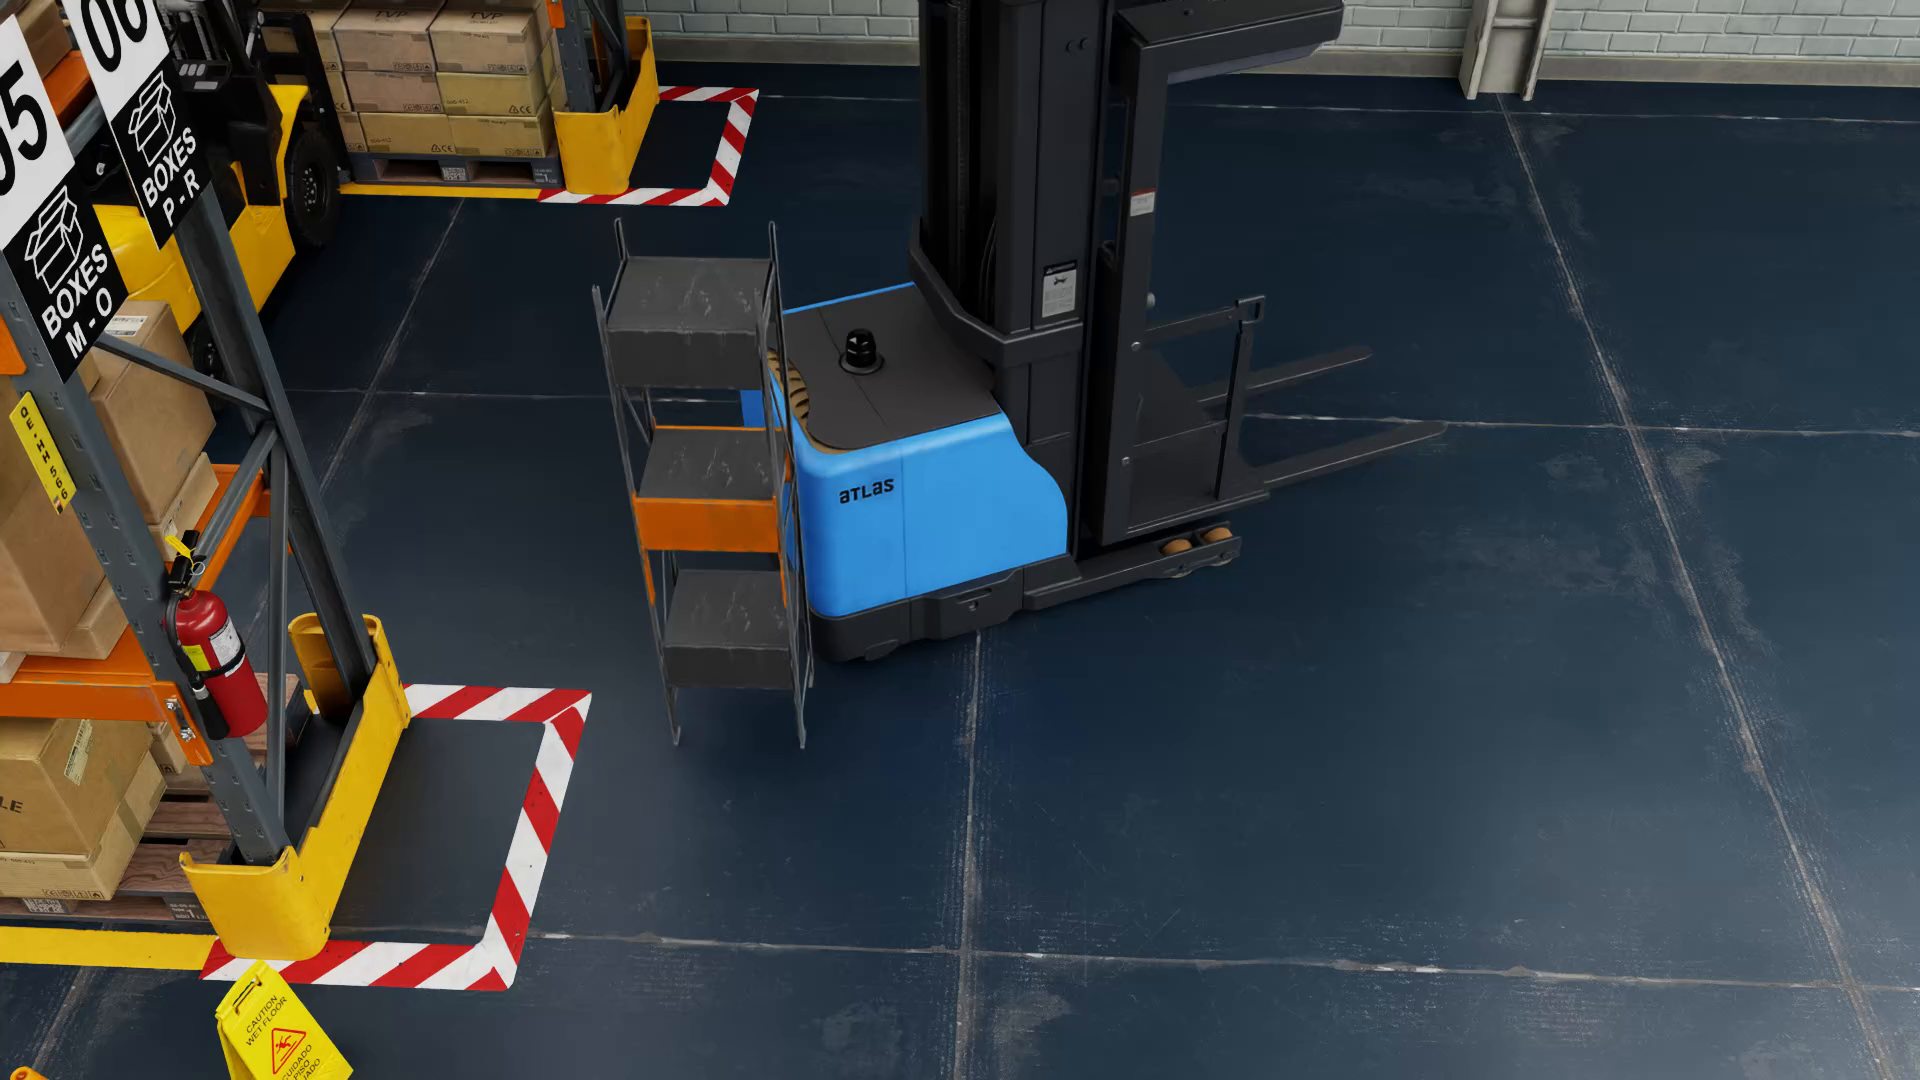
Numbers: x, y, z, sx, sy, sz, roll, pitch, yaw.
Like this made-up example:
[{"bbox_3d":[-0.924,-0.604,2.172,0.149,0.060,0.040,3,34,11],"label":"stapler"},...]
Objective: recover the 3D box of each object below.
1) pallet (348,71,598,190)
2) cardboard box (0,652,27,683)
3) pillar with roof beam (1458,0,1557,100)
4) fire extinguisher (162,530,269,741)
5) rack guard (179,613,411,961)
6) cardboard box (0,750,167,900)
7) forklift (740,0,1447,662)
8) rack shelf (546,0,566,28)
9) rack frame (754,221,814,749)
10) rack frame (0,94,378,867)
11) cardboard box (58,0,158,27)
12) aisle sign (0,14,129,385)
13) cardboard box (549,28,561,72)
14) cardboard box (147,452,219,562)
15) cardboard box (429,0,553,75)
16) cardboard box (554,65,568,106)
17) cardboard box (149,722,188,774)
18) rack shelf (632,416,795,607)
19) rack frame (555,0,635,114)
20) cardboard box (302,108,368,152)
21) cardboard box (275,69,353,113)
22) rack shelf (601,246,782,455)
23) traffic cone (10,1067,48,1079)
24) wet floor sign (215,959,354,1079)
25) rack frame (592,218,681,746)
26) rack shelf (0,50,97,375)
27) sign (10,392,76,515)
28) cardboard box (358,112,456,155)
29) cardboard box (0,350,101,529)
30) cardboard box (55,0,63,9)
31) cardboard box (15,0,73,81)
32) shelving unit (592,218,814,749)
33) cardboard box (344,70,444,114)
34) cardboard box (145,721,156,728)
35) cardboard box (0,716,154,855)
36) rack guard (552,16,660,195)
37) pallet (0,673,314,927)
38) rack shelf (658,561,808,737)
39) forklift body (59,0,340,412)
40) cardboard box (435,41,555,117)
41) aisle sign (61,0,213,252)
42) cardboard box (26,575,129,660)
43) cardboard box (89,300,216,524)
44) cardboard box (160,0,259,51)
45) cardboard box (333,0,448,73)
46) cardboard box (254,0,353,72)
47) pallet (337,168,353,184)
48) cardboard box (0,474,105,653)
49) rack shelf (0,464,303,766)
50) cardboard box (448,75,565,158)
[{"bbox_3d":[-2.814,-2.409,9.681,1.213,0.211,1.003,2,43,2],"label":"pallet"},{"bbox_3d":[-2.910,0.240,4.976,0.250,0.149,0.380,1,43,1],"label":"cardboard box"},{"bbox_3d":[3.096,-3.149,4.028,0.400,9.000,9.100,2,43,2],"label":"pillar with roof beam"},{"bbox_3d":[-2.175,0.291,4.793,0.183,0.674,0.296,2,43,2],"label":"fire extinguisher"},{"bbox_3d":[-2.344,0.858,5.962,0.348,0.500,1.175,2,43,2],"label":"rack guard"},{"bbox_3d":[-3.112,0.956,5.733,0.500,0.250,0.500,2,43,2],"label":"cardboard box"},{"bbox_3d":[0.658,-1.230,6.421,3.031,2.935,1.130,-15,45,-16],"label":"forklift"},{"bbox_3d":[-4.047,-3.233,9.047,4.000,0.370,1.077,2,43,2],"label":"rack shelf"},{"bbox_3d":[-0.600,-0.102,5.819,0.015,2.100,0.400,1,43,1],"label":"rack frame"},{"bbox_3d":[-2.268,-0.054,5.108,0.127,3.000,1.000,2,43,2],"label":"rack frame"},{"bbox_3d":[-4.567,-2.812,9.044,0.500,0.250,0.500,3,43,3],"label":"cardboard box"},{"bbox_3d":[-2.220,-0.806,4.008,0.004,0.787,0.394,2,43,2],"label":"aisle sign"},{"bbox_3d":[-2.509,-2.921,9.527,0.500,0.250,0.500,2,43,3],"label":"cardboard box"},{"bbox_3d":[-2.598,-0.114,5.356,0.250,0.149,0.380,2,43,2],"label":"cardboard box"},{"bbox_3d":[-2.523,-2.750,8.976,0.500,0.250,0.500,3,43,3],"label":"cardboard box"},{"bbox_3d":[-2.530,-2.730,9.689,0.500,0.250,0.500,2,43,2],"label":"cardboard box"},{"bbox_3d":[-3.062,0.585,6.130,0.500,0.250,0.500,1,43,2],"label":"cardboard box"},{"bbox_3d":[-0.843,-0.097,5.834,0.480,0.518,0.431,1,43,1],"label":"rack shelf"},{"bbox_3d":[-2.049,-3.434,8.736,0.127,3.000,1.000,2,43,2],"label":"rack frame"},{"bbox_3d":[-3.528,-2.424,9.361,0.500,0.250,0.500,2,43,2],"label":"cardboard box"},{"bbox_3d":[-3.566,-2.591,9.173,0.500,0.250,0.500,1,43,1],"label":"cardboard box"},{"bbox_3d":[-0.843,-0.609,5.357,0.480,0.518,0.431,1,43,1],"label":"rack shelf"},{"bbox_3d":[-2.756,1.739,5.044,0.334,0.463,0.336,2,43,2],"label":"traffic cone"},{"bbox_3d":[-2.127,1.542,5.122,0.232,0.644,0.267,16,45,16],"label":"wet floor sign"},{"bbox_3d":[-1.087,-0.113,5.831,0.015,2.100,0.400,1,43,1],"label":"rack frame"},{"bbox_3d":[-4.266,-0.950,4.396,4.000,0.370,1.077,2,43,2],"label":"rack shelf"},{"bbox_3d":[-2.313,-0.216,4.200,0.005,0.325,0.100,2,43,2],"label":"sign"},{"bbox_3d":[-3.029,-2.403,9.338,0.500,0.250,0.500,2,43,2],"label":"cardboard box"},{"bbox_3d":[-2.789,-0.433,4.489,0.500,0.500,0.700,1,43,1],"label":"cardboard box"},{"bbox_3d":[-5.065,-2.819,9.052,0.500,0.250,0.500,2,43,2],"label":"cardboard box"},{"bbox_3d":[-2.585,-1.291,4.419,0.250,0.149,0.380,2,43,2],"label":"cardboard box"},{"bbox_3d":[-0.843,-0.107,5.825,0.503,2.100,0.431,1,43,1],"label":"shelving unit"},{"bbox_3d":[-3.049,-2.590,9.172,0.500,0.250,0.500,1,43,1],"label":"cardboard box"},{"bbox_3d":[-3.086,0.310,5.875,0.500,0.500,0.500,0,43,0],"label":"cardboard box"},{"bbox_3d":[-3.081,0.677,5.482,0.500,0.500,0.500,2,43,2],"label":"cardboard box"},{"bbox_3d":[-2.025,-2.519,9.587,0.348,0.500,1.175,2,43,2],"label":"rack guard"},{"bbox_3d":[-3.154,0.915,6.113,1.213,0.211,1.003,2,43,2],"label":"pallet"},{"bbox_3d":[-0.843,0.415,6.311,0.480,0.518,0.431,1,43,1],"label":"rack shelf"},{"bbox_3d":[-4.025,-1.940,7.754,1.214,2.155,2.313,2,43,2],"label":"forklift body"},{"bbox_3d":[-2.549,-2.567,9.147,0.500,0.250,0.500,1,43,1],"label":"cardboard box"},{"bbox_3d":[-2.193,-1.215,4.446,0.004,0.787,0.394,2,43,2],"label":"aisle sign"},{"bbox_3d":[-2.652,0.172,5.049,0.250,0.149,0.380,3,43,3],"label":"cardboard box"},{"bbox_3d":[-2.729,-0.403,5.191,0.500,0.500,0.500,1,43,1],"label":"cardboard box"},{"bbox_3d":[-4.043,-2.791,9.021,0.500,0.250,0.500,1,43,1],"label":"cardboard box"},{"bbox_3d":[-3.033,-2.761,8.989,0.500,0.250,0.500,2,43,3],"label":"cardboard box"},{"bbox_3d":[-3.538,-2.770,8.998,0.500,0.250,0.500,2,43,2],"label":"cardboard box"},{"bbox_3d":[-4.030,-2.448,9.723,1.213,0.211,1.003,2,43,2],"label":"pallet"},{"bbox_3d":[-2.823,-0.029,4.789,0.500,0.500,0.500,1,43,1],"label":"cardboard box"},{"bbox_3d":[-4.266,0.148,5.419,4.000,0.370,1.077,2,43,2],"label":"rack shelf"},{"bbox_3d":[-2.532,-2.381,9.315,0.500,0.250,0.500,2,43,2],"label":"cardboard box"}]
